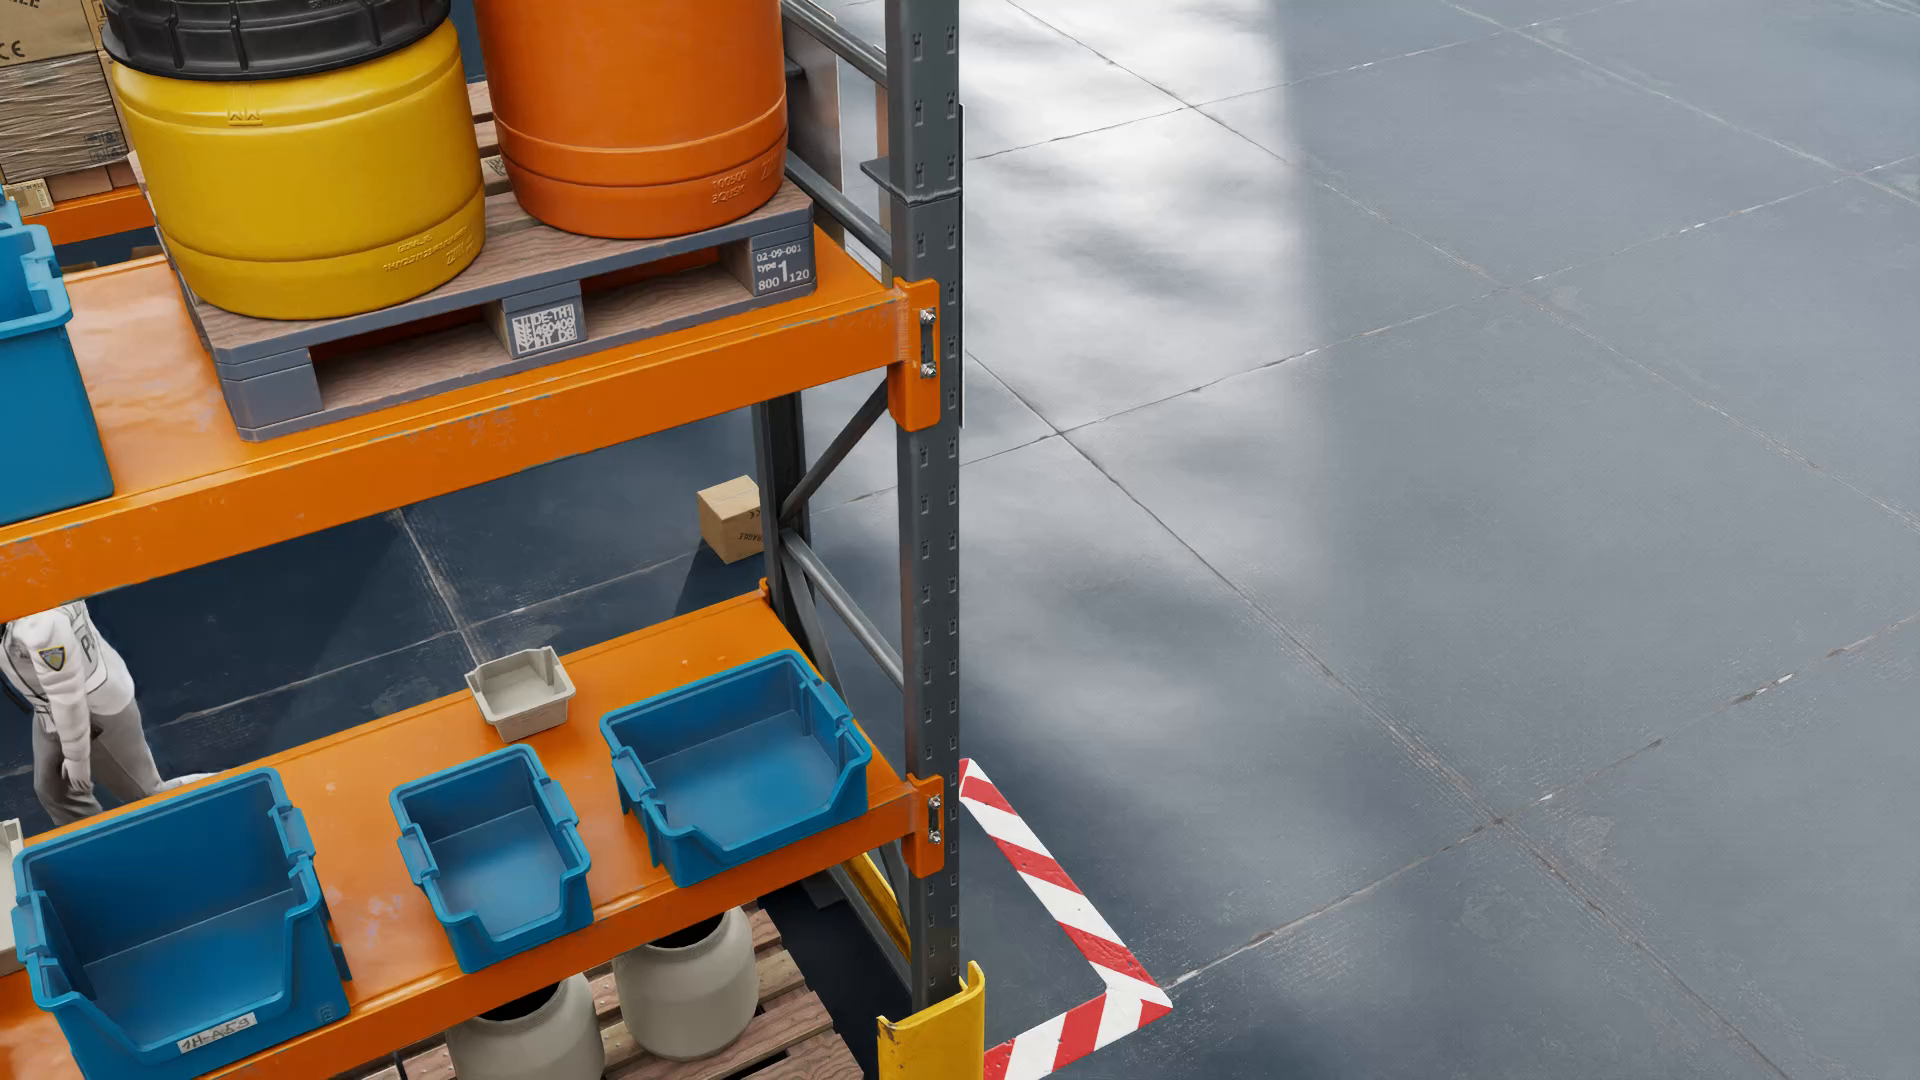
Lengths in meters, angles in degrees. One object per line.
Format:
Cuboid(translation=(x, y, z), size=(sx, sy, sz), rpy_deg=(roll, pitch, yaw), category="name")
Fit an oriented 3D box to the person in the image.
Cuboid(translation=(-2.791, 0.522, 5.429), size=(0.918, 1.641, 0.487), rpy_deg=(-21, 42, -26), category="person")
